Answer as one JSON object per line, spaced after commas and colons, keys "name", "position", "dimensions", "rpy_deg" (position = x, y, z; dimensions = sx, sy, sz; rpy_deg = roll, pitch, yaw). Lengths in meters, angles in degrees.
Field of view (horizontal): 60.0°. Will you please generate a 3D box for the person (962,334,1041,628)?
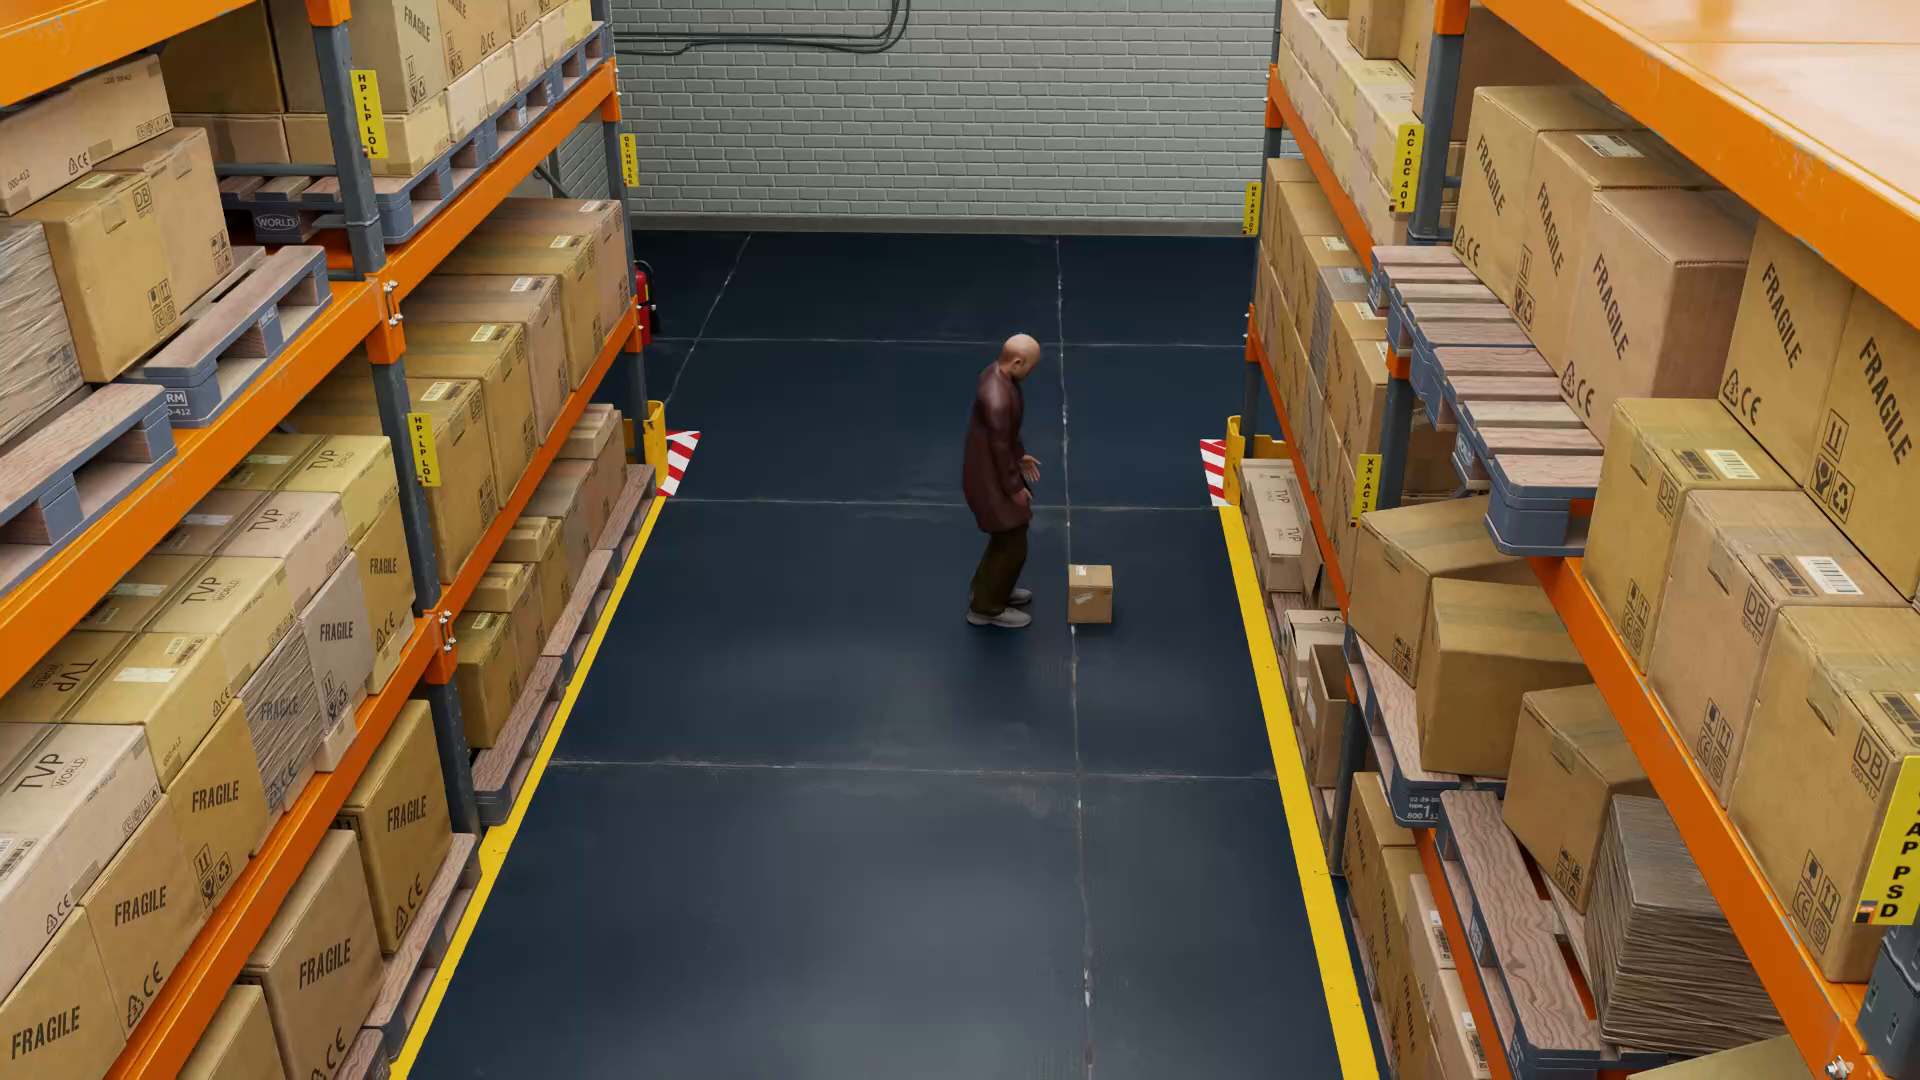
{"name": "person", "position": [0.234, -0.352, 9.390], "dimensions": [0.442, 1.715, 0.595], "rpy_deg": [2, 28, 3]}
